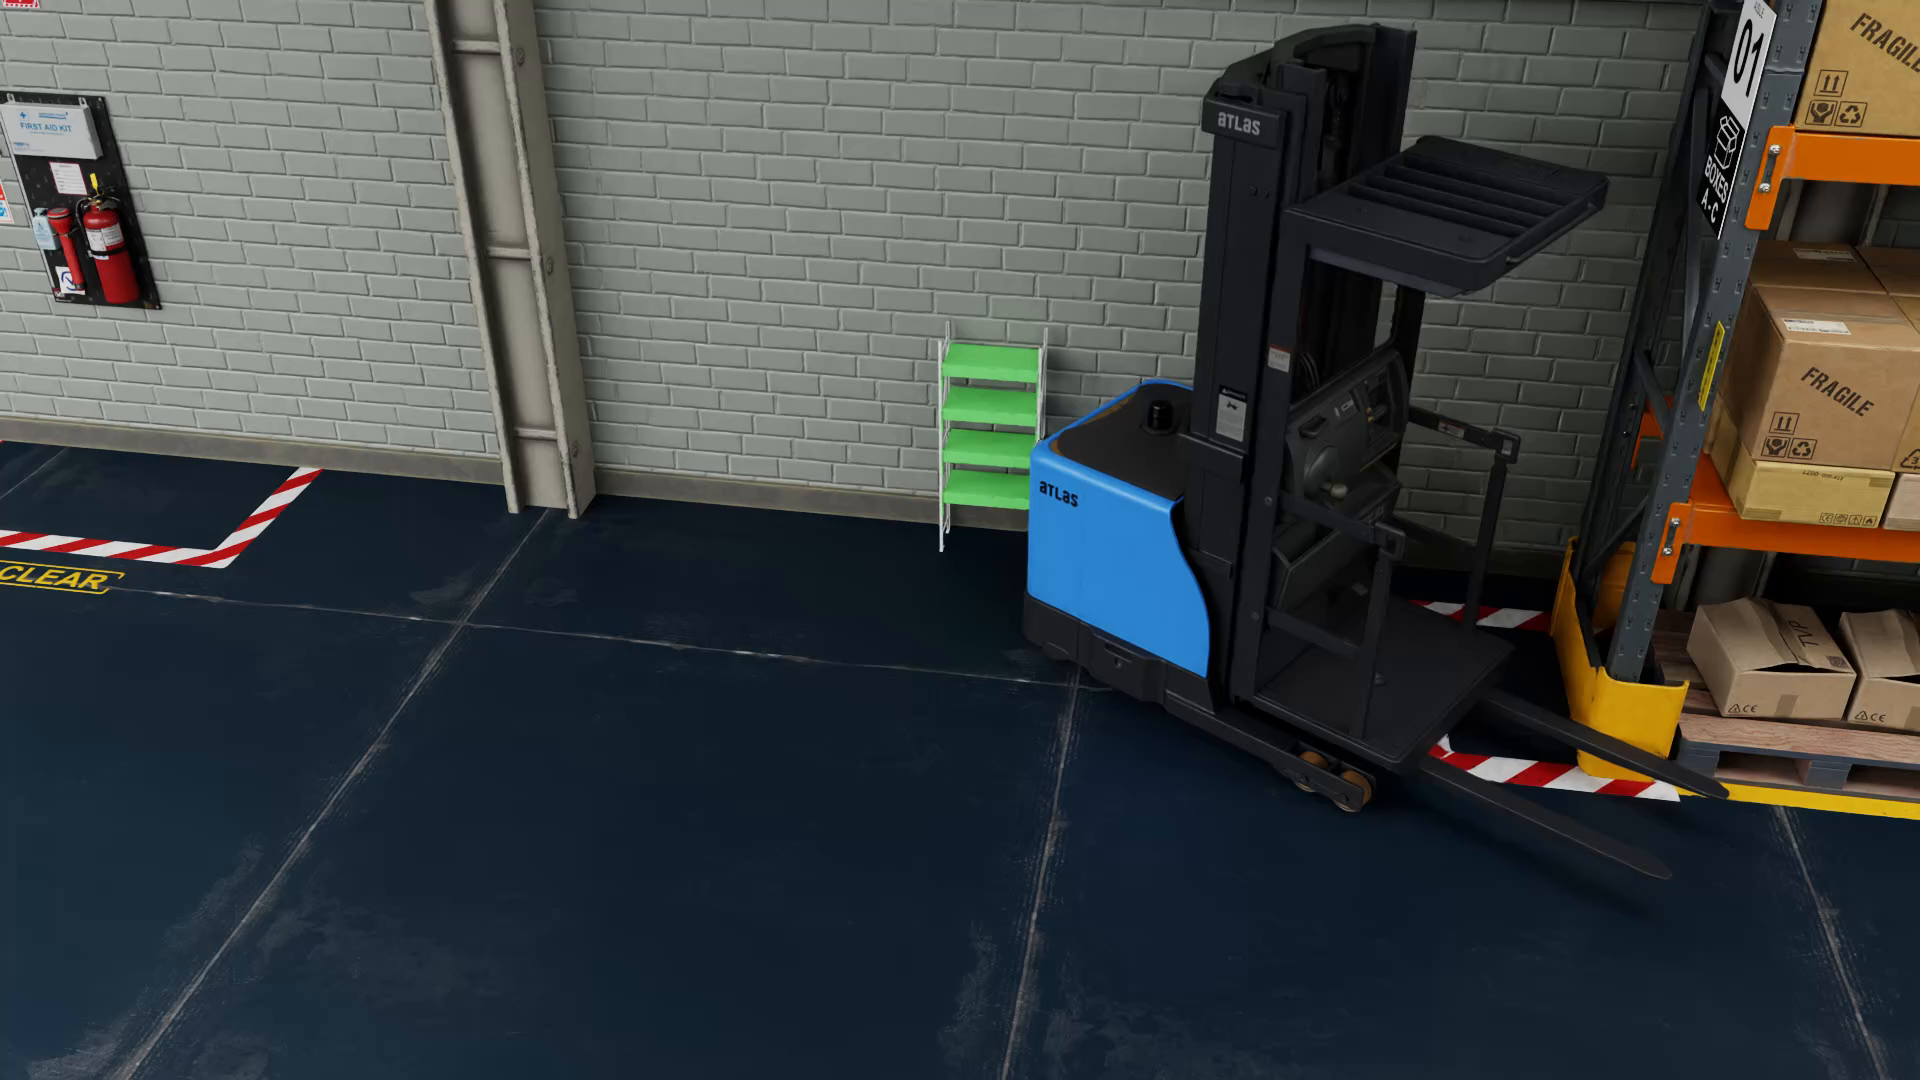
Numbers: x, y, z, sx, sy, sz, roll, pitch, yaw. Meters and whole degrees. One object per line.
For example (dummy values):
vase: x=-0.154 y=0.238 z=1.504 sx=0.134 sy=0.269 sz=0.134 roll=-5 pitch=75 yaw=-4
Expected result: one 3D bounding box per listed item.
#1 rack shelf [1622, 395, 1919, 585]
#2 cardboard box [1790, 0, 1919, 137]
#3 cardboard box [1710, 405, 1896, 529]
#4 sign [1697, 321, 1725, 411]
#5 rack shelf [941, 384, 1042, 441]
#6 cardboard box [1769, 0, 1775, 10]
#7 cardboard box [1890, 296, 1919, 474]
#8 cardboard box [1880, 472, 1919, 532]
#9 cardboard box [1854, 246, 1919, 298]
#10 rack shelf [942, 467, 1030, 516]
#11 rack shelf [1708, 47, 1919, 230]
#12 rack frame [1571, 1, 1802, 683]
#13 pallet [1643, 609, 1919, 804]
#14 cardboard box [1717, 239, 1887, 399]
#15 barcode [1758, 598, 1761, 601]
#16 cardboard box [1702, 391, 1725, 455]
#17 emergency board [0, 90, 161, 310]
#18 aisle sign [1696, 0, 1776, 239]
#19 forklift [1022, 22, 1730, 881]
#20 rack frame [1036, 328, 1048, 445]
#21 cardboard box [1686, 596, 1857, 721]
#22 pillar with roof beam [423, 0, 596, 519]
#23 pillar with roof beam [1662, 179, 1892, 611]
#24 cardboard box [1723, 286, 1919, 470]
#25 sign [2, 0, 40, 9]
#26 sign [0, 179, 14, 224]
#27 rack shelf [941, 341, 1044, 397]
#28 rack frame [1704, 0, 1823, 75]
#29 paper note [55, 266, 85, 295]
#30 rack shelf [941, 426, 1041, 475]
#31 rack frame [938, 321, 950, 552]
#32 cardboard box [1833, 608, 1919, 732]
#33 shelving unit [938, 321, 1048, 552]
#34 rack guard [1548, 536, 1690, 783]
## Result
rack shelf: x=4.830 y=-0.075 z=6.720 sx=4.000 sy=0.370 sz=1.077 roll=5 pitch=32 yaw=8
cardboard box: x=3.146 y=-1.720 z=5.731 sx=0.500 sy=0.500 sz=0.500 roll=6 pitch=33 yaw=9
cardboard box: x=3.287 y=-0.294 z=6.514 sx=0.500 sy=0.250 sz=0.500 roll=4 pitch=32 yaw=7
sign: x=2.768 y=-0.641 z=6.132 sx=0.005 sy=0.325 sz=0.100 roll=5 pitch=32 yaw=8
rack shelf: x=0.163 y=-0.639 z=8.308 sx=0.480 sy=0.148 sz=0.258 roll=5 pitch=32 yaw=8
cardboard box: x=3.313 y=-1.976 z=6.139 sx=0.500 sy=0.500 sz=0.500 roll=7 pitch=33 yaw=12
cardboard box: x=3.764 y=-0.572 z=6.252 sx=0.500 sy=0.500 sz=0.500 roll=5 pitch=32 yaw=8
cardboard box: x=3.801 y=-0.255 z=6.452 sx=0.500 sy=0.250 sz=0.500 roll=4 pitch=32 yaw=7
cardboard box: x=3.854 y=-0.840 z=6.681 sx=0.500 sy=0.500 sz=0.500 roll=6 pitch=32 yaw=9
rack shelf: x=0.163 y=-0.232 z=8.562 sx=0.480 sy=0.148 sz=0.258 roll=5 pitch=32 yaw=8
rack shelf: x=4.830 y=-1.346 z=5.925 sx=4.000 sy=0.370 sz=1.077 roll=5 pitch=32 yaw=8
rack frame: x=2.859 y=-0.558 z=6.815 sx=0.127 sy=3.000 sz=1.000 roll=5 pitch=32 yaw=8
pallet: x=3.729 y=0.721 z=7.398 sx=1.213 sy=0.211 sz=1.003 roll=5 pitch=32 yaw=8
cardboard box: x=3.359 y=-0.890 z=6.761 sx=0.500 sy=0.500 sz=0.500 roll=5 pitch=32 yaw=8
barcode: x=3.611 y=0.292 z=7.567 sx=0.075 sy=0.075 sz=0.001 roll=5 pitch=32 yaw=8
cardboard box: x=3.352 y=-0.563 z=6.945 sx=0.500 sy=0.250 sz=0.500 roll=6 pitch=32 yaw=9
emergency board: x=-4.650 y=-1.724 z=8.678 sx=0.643 sy=1.169 sz=0.194 roll=5 pitch=32 yaw=8
aisle sign: x=2.738 y=-1.510 z=5.885 sx=0.004 sy=0.787 sz=0.394 roll=5 pitch=32 yaw=8
forklift: x=1.743 y=-0.427 z=6.669 sx=3.031 sy=2.935 sz=1.130 roll=25 pitch=40 yaw=34
rack frame: x=0.404 y=-0.469 z=8.368 sx=0.015 sy=1.200 sz=0.240 roll=5 pitch=32 yaw=8
cardboard box: x=3.526 y=0.504 z=7.238 sx=0.500 sy=0.311 sz=0.500 roll=2 pitch=32 yaw=3
pillar with roof beam: x=-2.944 y=-1.775 z=3.105 sx=0.400 sy=9.000 sz=9.100 roll=5 pitch=32 yaw=8
pillar with roof beam: x=2.970 y=-1.240 z=2.249 sx=0.400 sy=9.000 sz=9.100 roll=5 pitch=32 yaw=8
cardboard box: x=3.279 y=-0.621 z=6.331 sx=0.500 sy=0.500 sz=0.500 roll=5 pitch=32 yaw=8
sign: x=-4.641 y=-2.760 z=8.147 sx=0.199 sy=0.298 sz=0.001 roll=5 pitch=32 yaw=8
sign: x=-5.177 y=-1.843 z=8.833 sx=0.234 sy=0.329 sz=0.001 roll=5 pitch=32 yaw=8
rack shelf: x=0.163 y=-0.842 z=8.180 sx=0.480 sy=0.148 sz=0.258 roll=5 pitch=32 yaw=8
rack frame: x=2.859 y=-3.101 z=5.223 sx=0.127 sy=3.000 sz=1.000 roll=5 pitch=32 yaw=8
paper note: x=-4.812 y=-1.403 z=8.994 sx=0.142 sy=0.148 sz=0.016 roll=5 pitch=32 yaw=8
rack shelf: x=0.163 y=-0.435 z=8.435 sx=0.480 sy=0.148 sz=0.258 roll=5 pitch=32 yaw=8
rack frame: x=-0.078 y=-0.510 z=8.434 sx=0.015 sy=1.200 sz=0.240 roll=5 pitch=32 yaw=8
cardboard box: x=4.088 y=0.555 z=7.156 sx=0.500 sy=0.311 sz=0.500 roll=8 pitch=33 yaw=12
shelving unit: x=0.163 y=-0.490 z=8.401 sx=0.503 sy=1.200 sz=0.258 roll=5 pitch=32 yaw=8
rack guard: x=2.934 y=0.508 z=7.467 sx=0.348 sy=0.500 sz=1.175 roll=5 pitch=32 yaw=8
